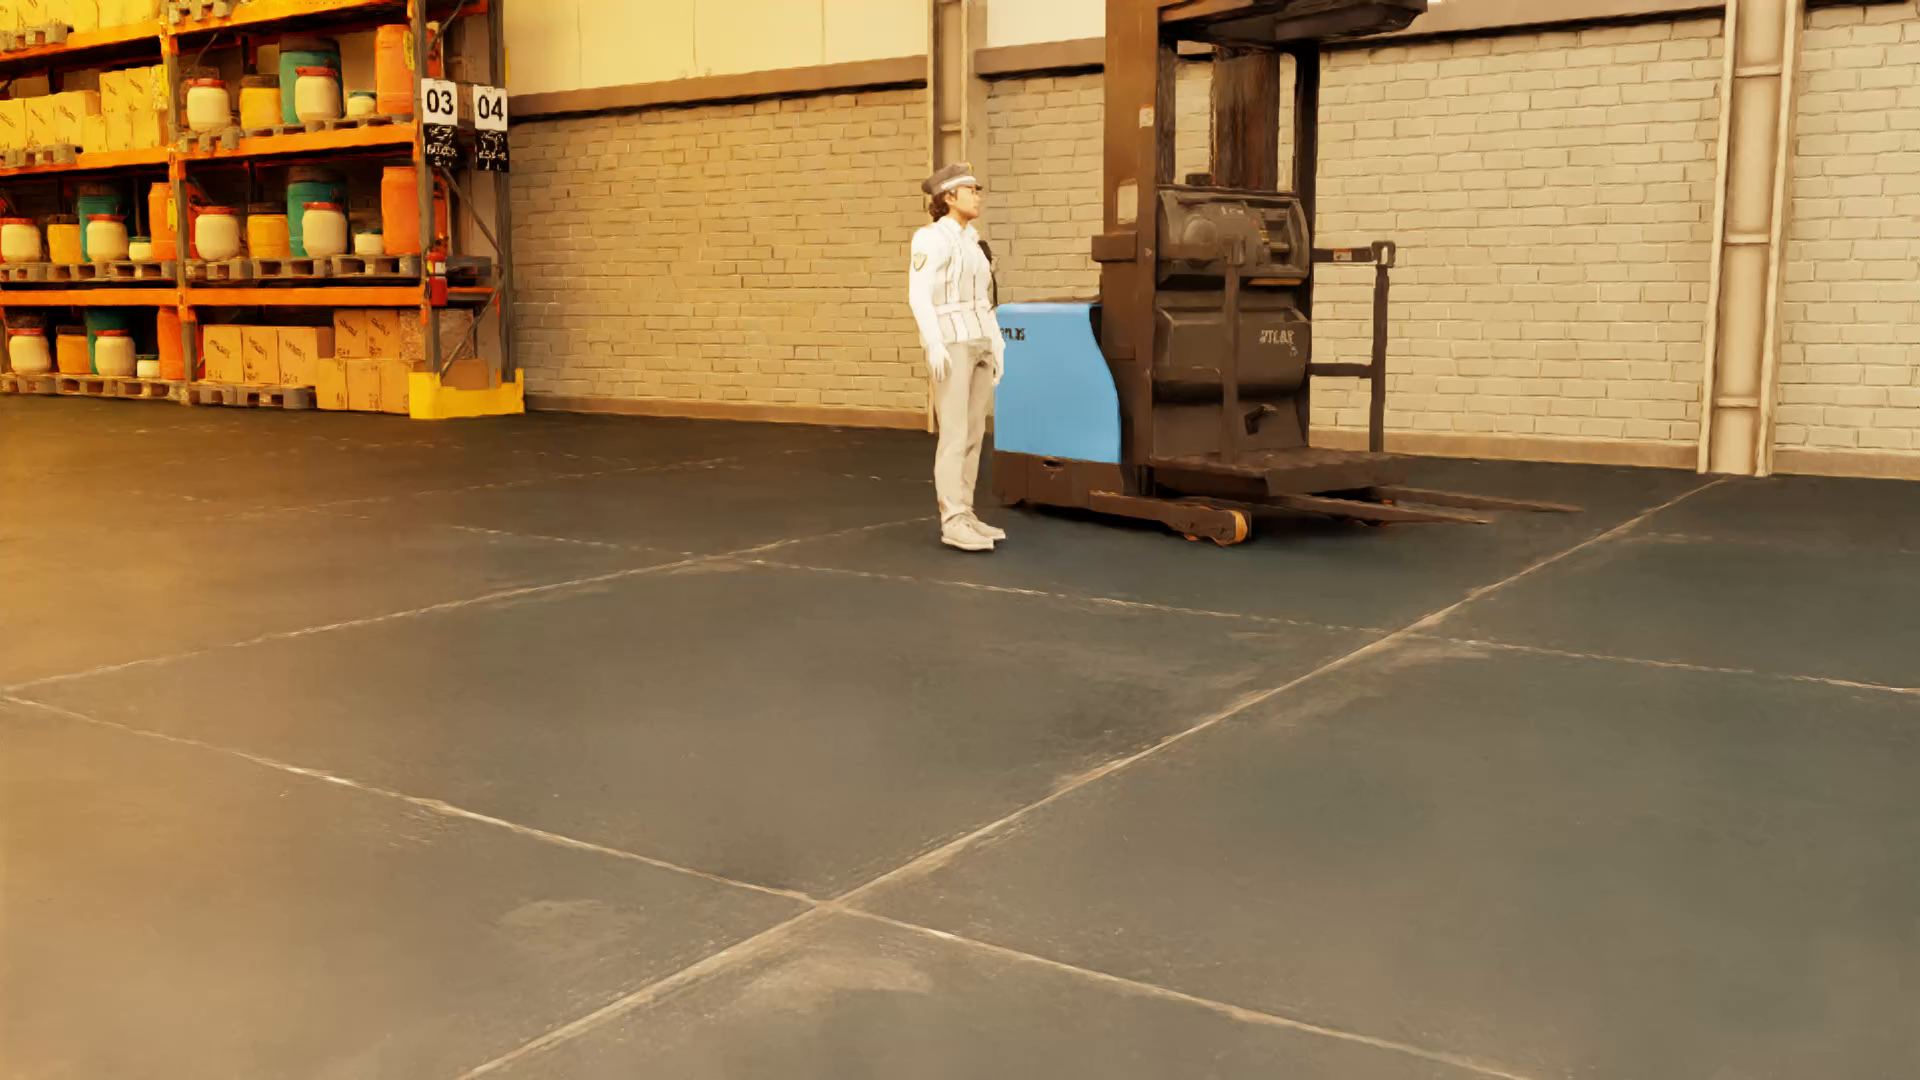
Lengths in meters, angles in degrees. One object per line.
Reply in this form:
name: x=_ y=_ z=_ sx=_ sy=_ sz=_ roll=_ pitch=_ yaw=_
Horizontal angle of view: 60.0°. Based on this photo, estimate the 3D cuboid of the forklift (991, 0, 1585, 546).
forklift: x=1.438 y=-1.500 z=7.744 sx=1.130 sy=2.935 sz=3.031 roll=-6 pitch=10 yaw=-36

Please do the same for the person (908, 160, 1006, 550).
person: x=0.052 y=-0.841 z=7.440 sx=0.532 sy=1.695 sz=0.586 roll=5 pitch=10 yaw=34
